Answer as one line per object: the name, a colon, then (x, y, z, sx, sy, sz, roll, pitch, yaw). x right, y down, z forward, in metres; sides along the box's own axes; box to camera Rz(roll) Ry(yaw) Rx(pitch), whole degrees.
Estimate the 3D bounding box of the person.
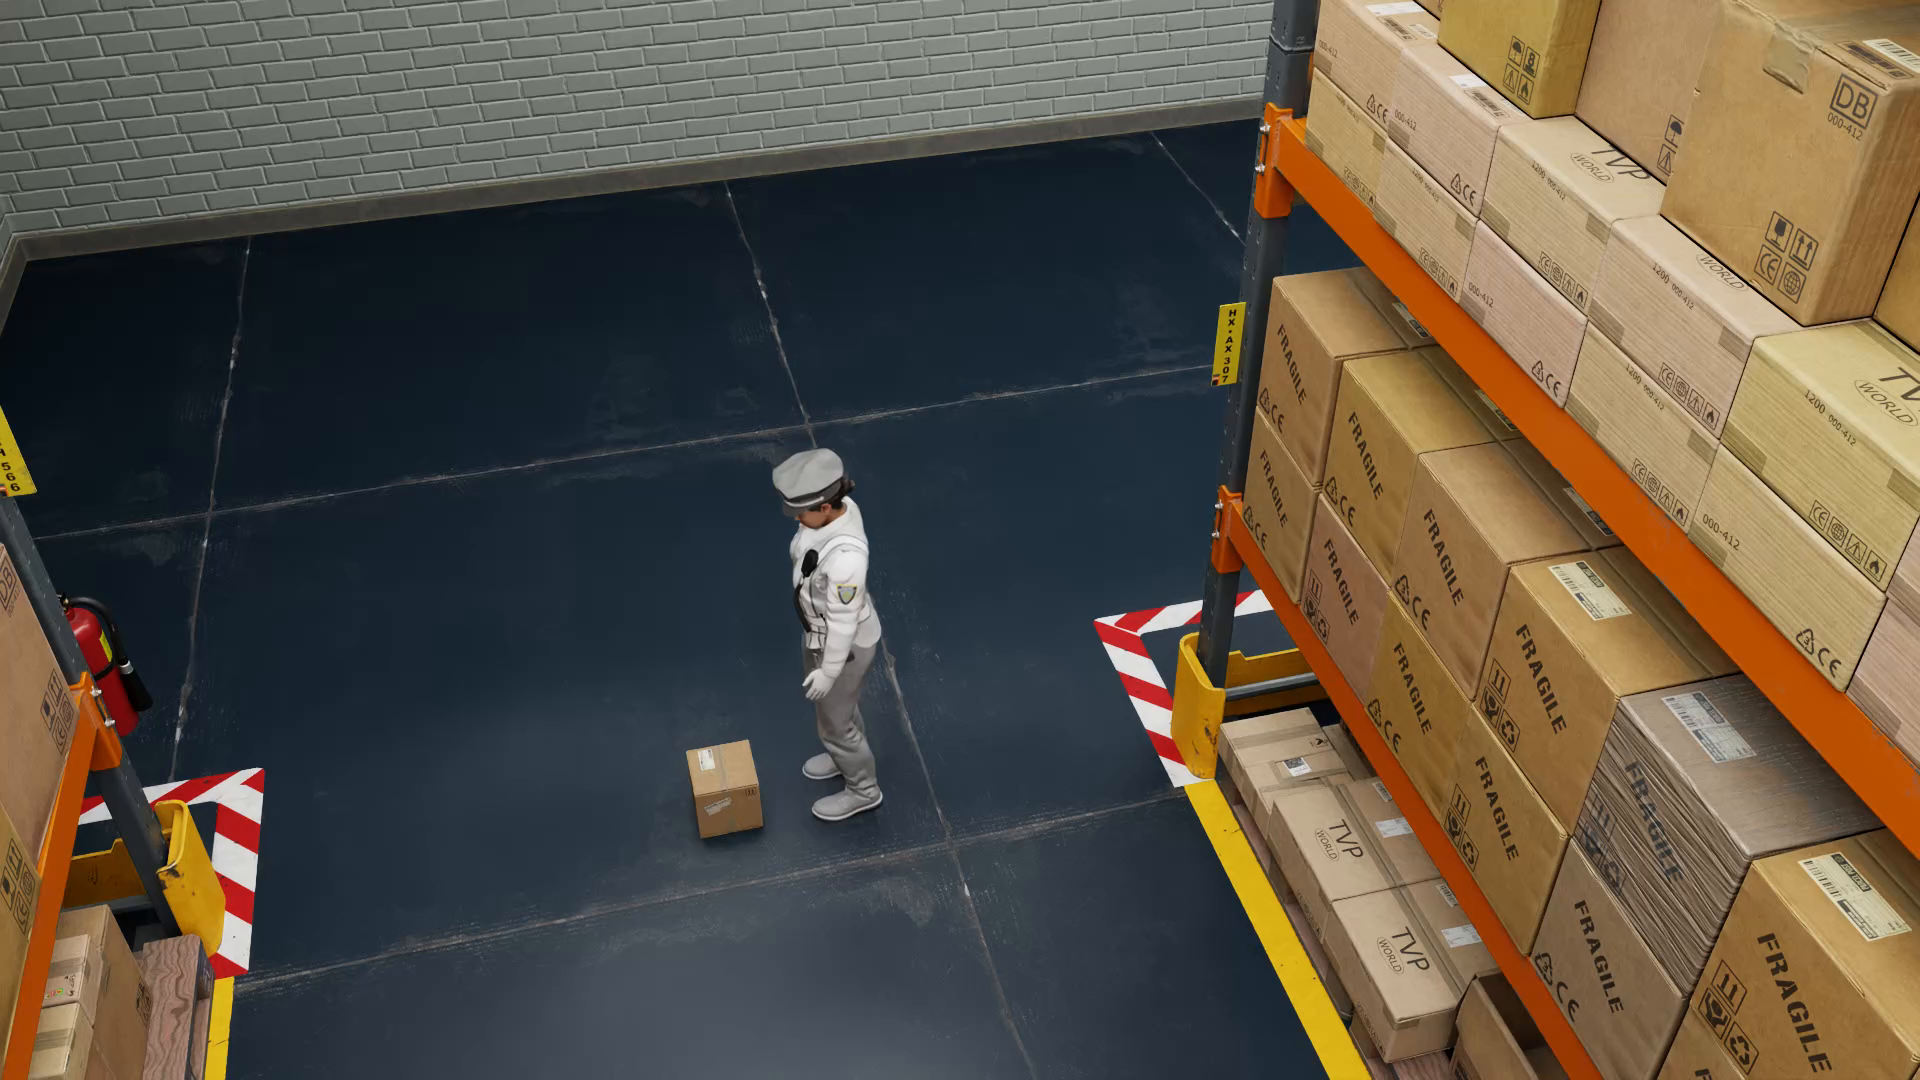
person: (-0.474, 0.381, 6.247, 0.352, 1.658, 0.476, -9, 39, -11)
